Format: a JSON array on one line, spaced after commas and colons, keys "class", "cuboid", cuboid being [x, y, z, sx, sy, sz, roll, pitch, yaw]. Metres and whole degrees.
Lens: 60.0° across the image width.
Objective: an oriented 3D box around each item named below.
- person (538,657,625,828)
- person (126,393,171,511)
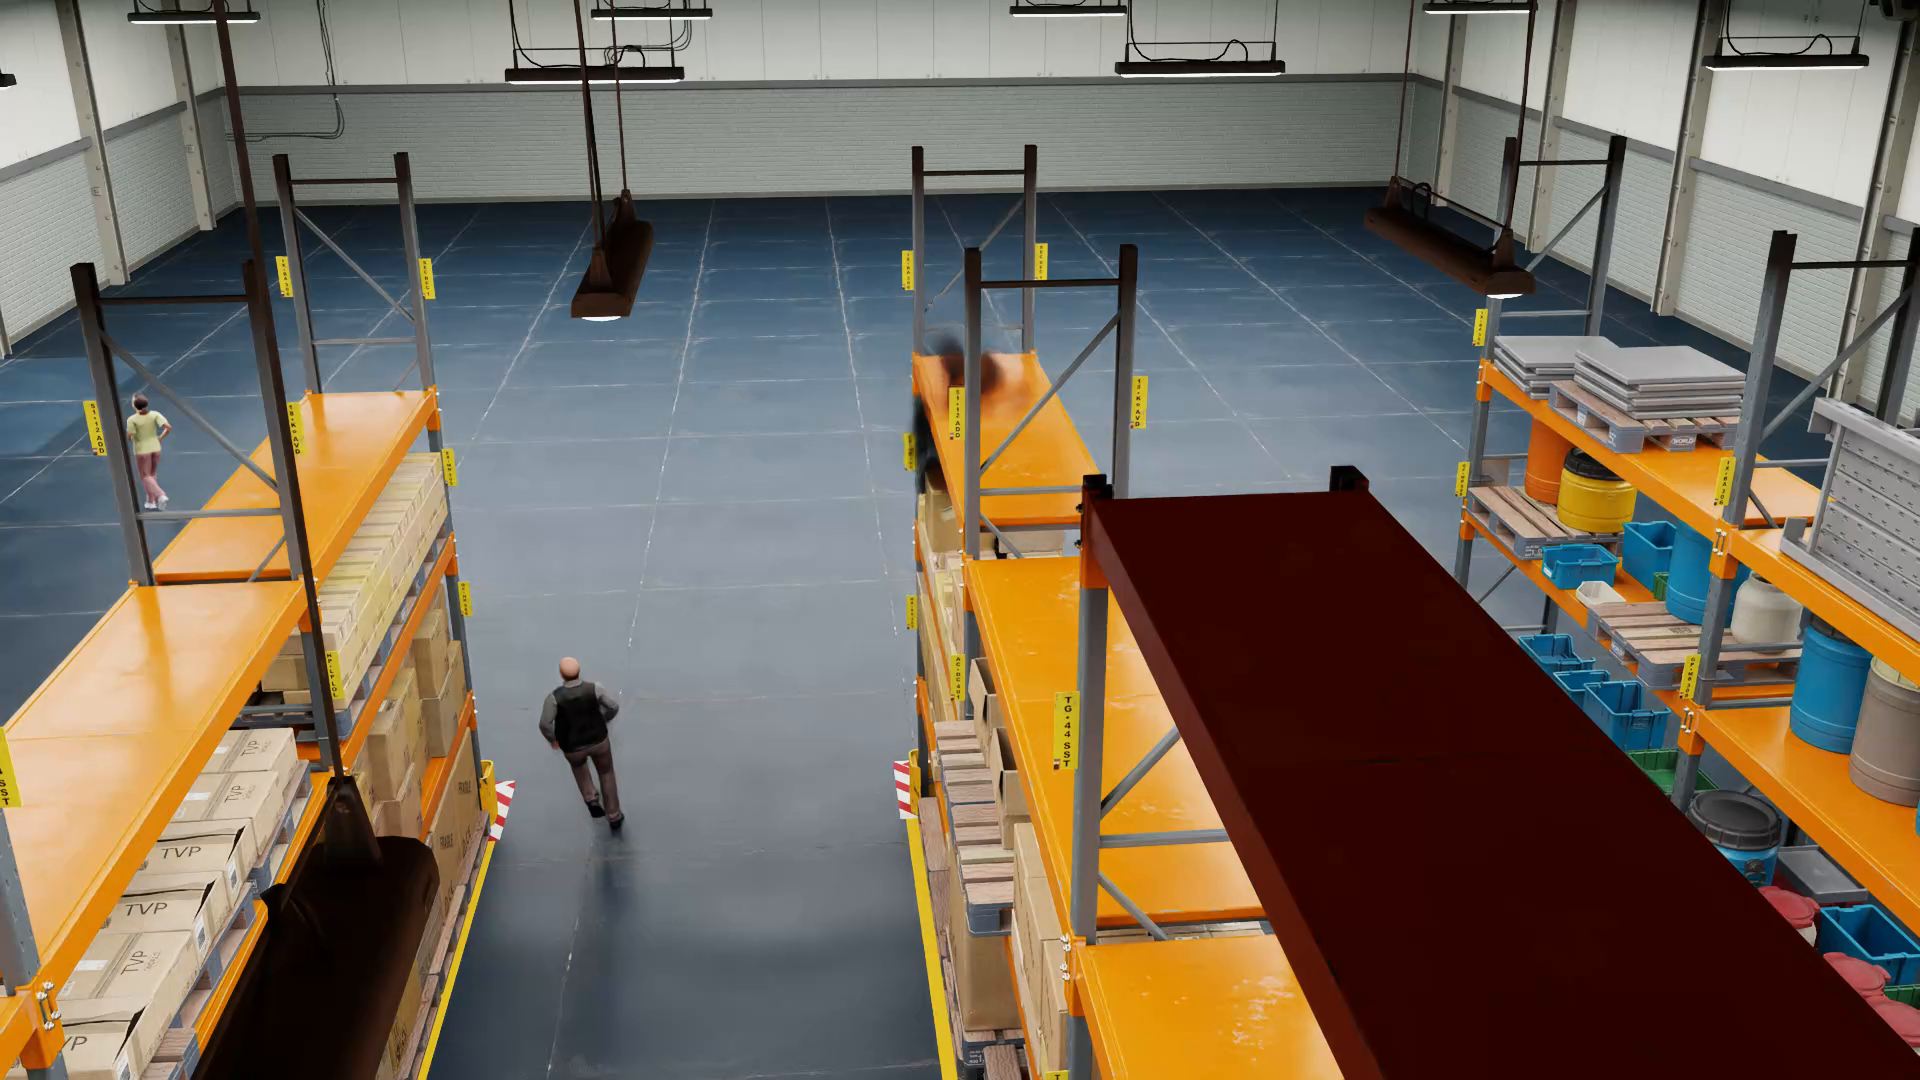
[{"class": "person", "cuboid": [-3.400, 1.782, 14.883, 0.712, 1.662, 0.544, -7, 23, -17]}, {"class": "person", "cuboid": [-10.874, -1.159, 22.321, 0.769, 1.663, 0.587, 16, 27, 35]}]
